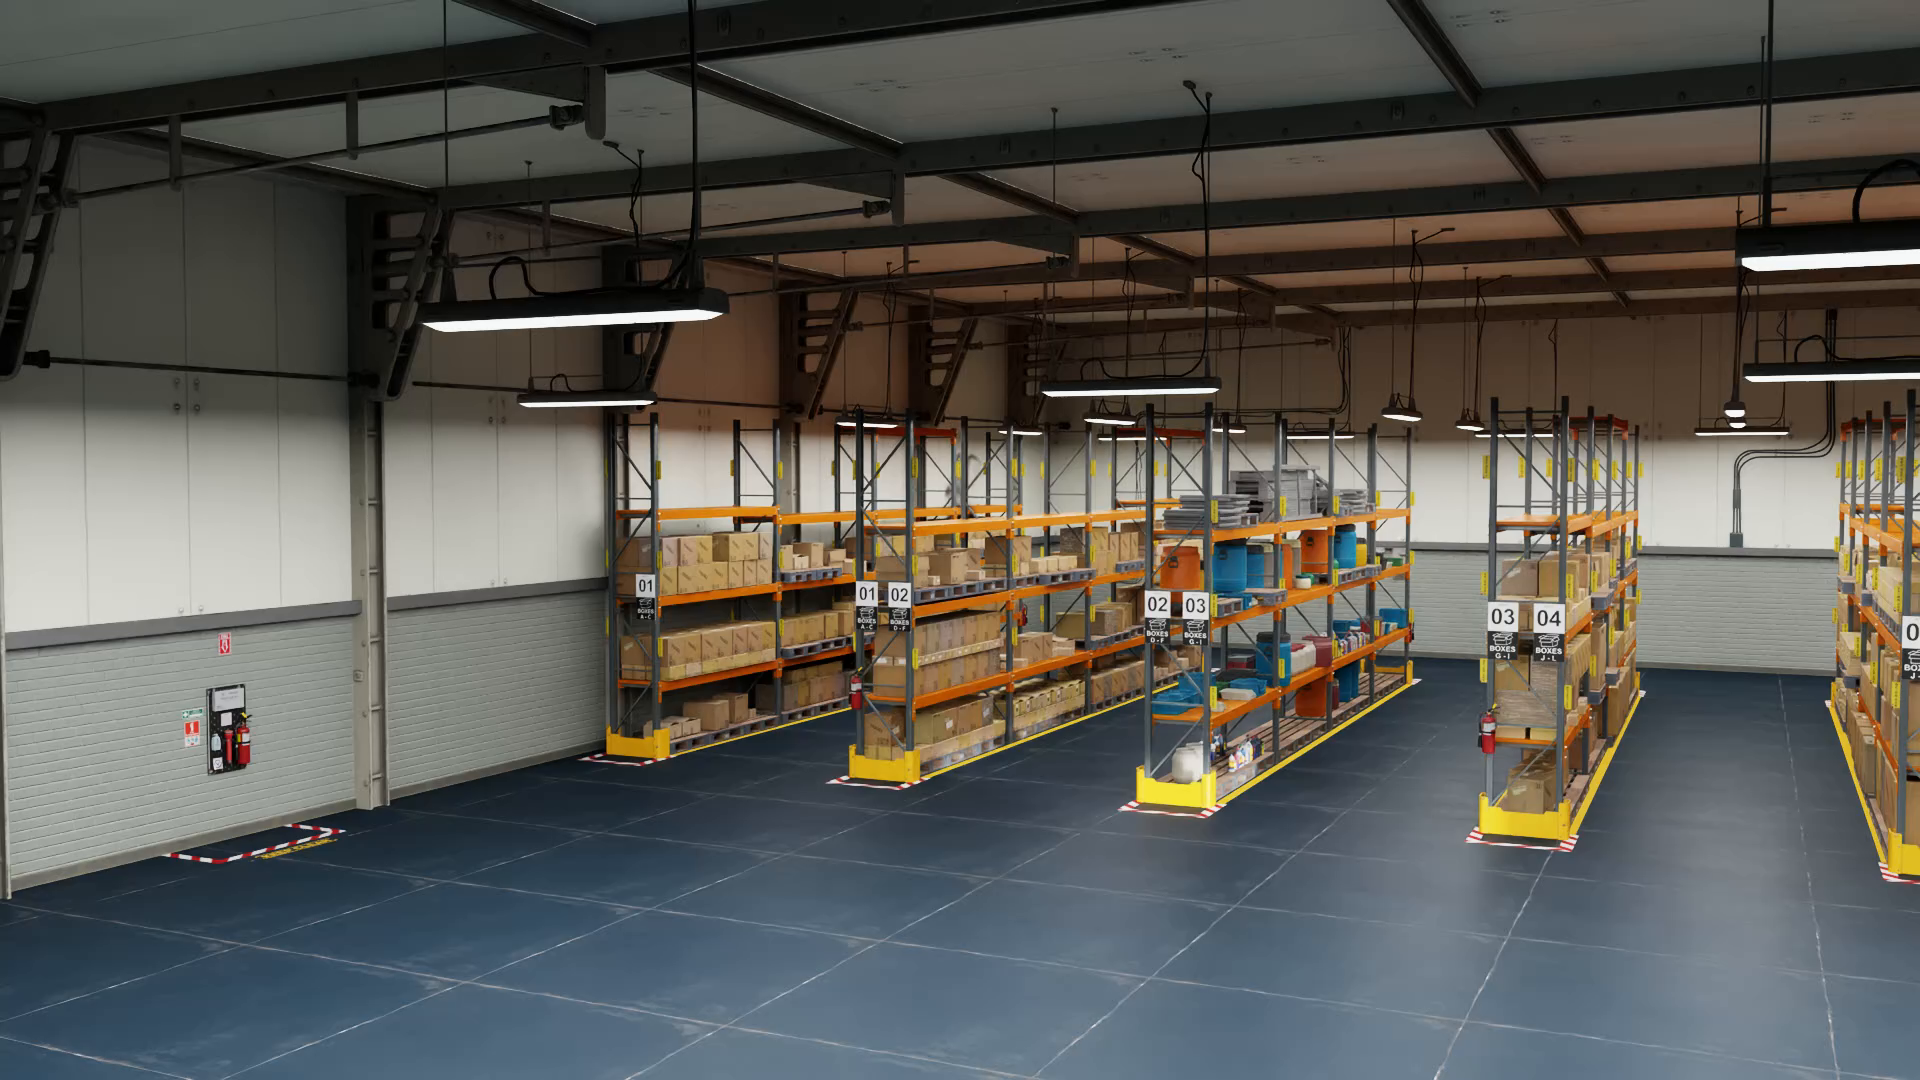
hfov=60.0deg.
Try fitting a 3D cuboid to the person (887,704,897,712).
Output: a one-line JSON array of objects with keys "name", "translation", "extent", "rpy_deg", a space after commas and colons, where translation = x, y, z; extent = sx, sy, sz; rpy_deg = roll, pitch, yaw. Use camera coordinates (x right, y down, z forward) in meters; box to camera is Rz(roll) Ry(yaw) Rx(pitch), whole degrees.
[{"name": "person", "translation": [-1.209, 2.921, 30.878], "extent": [0.686, 1.583, 0.899], "rpy_deg": [0, 2, 7]}]
